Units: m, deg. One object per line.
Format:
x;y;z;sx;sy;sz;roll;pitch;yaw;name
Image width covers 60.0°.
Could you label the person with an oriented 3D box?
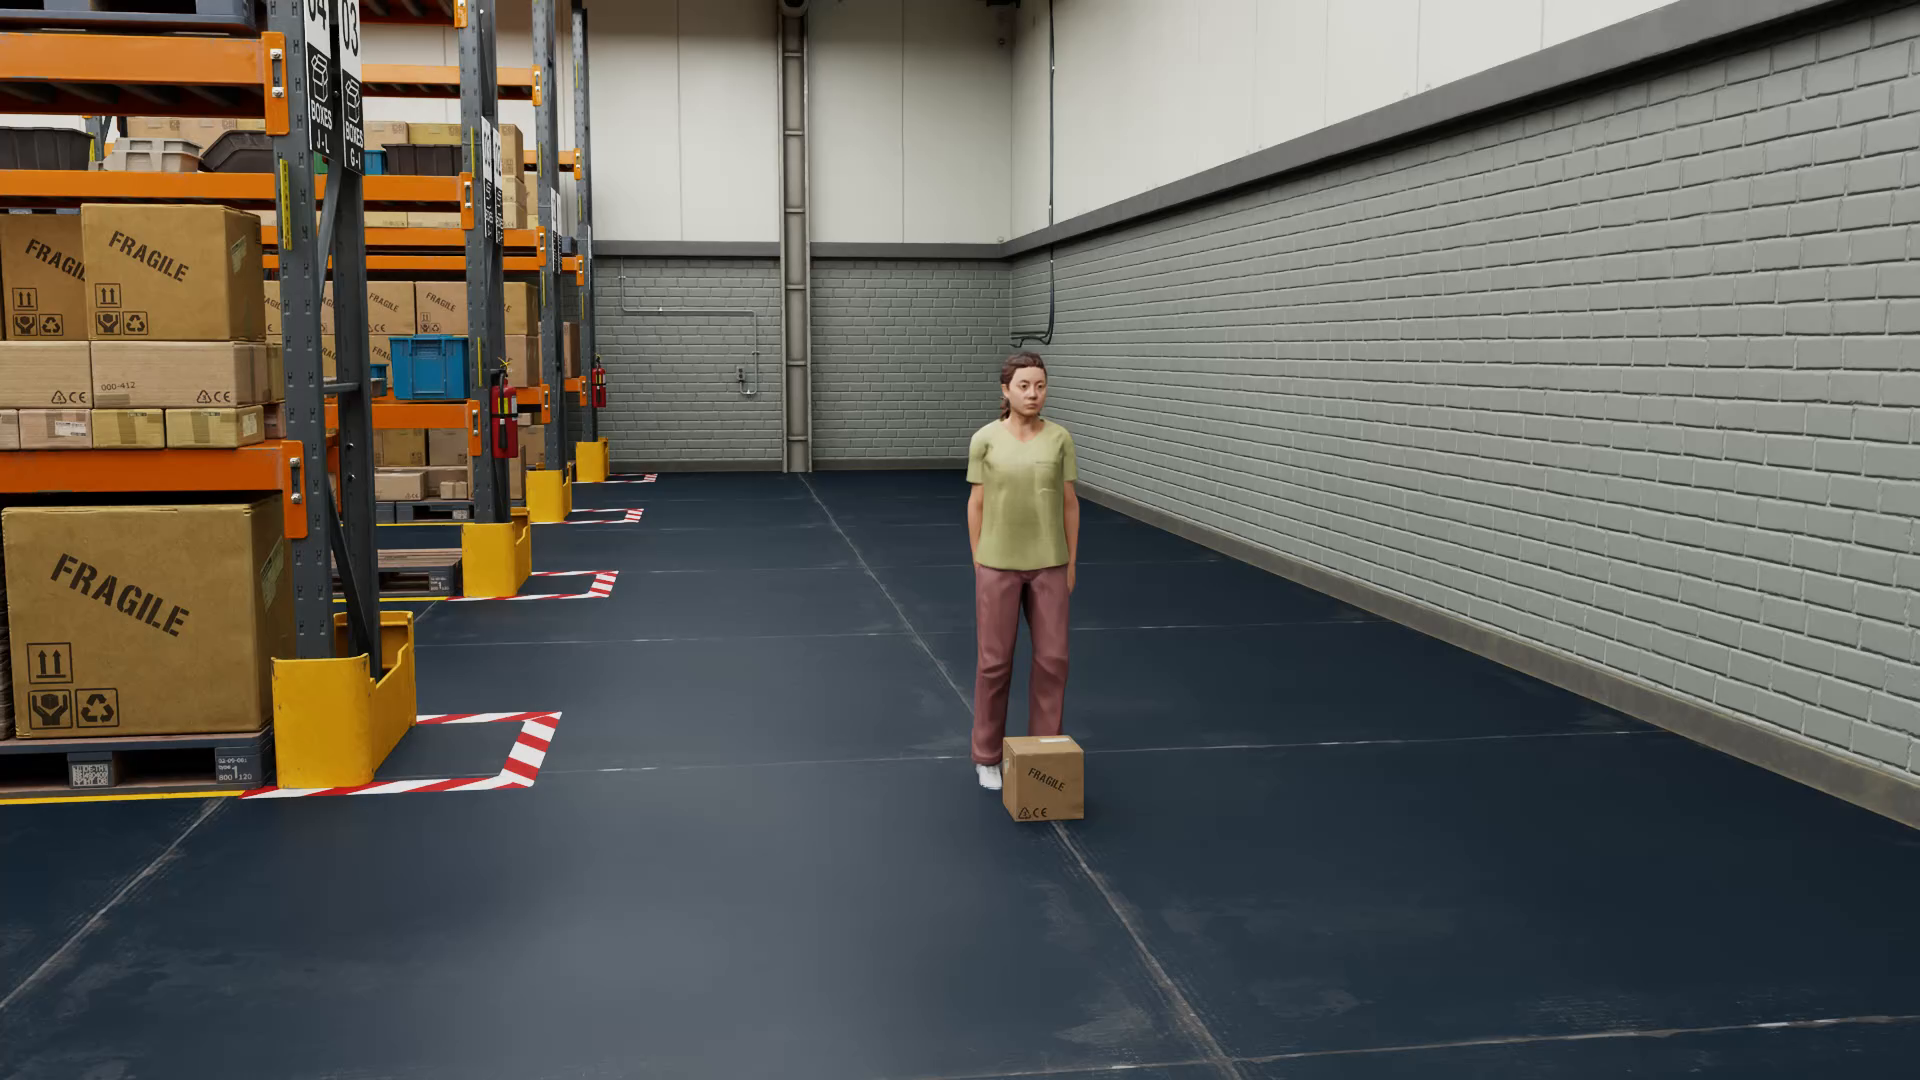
0.247;0.122;6.412;0.441;1.696;0.370;-1;7;-7;person
